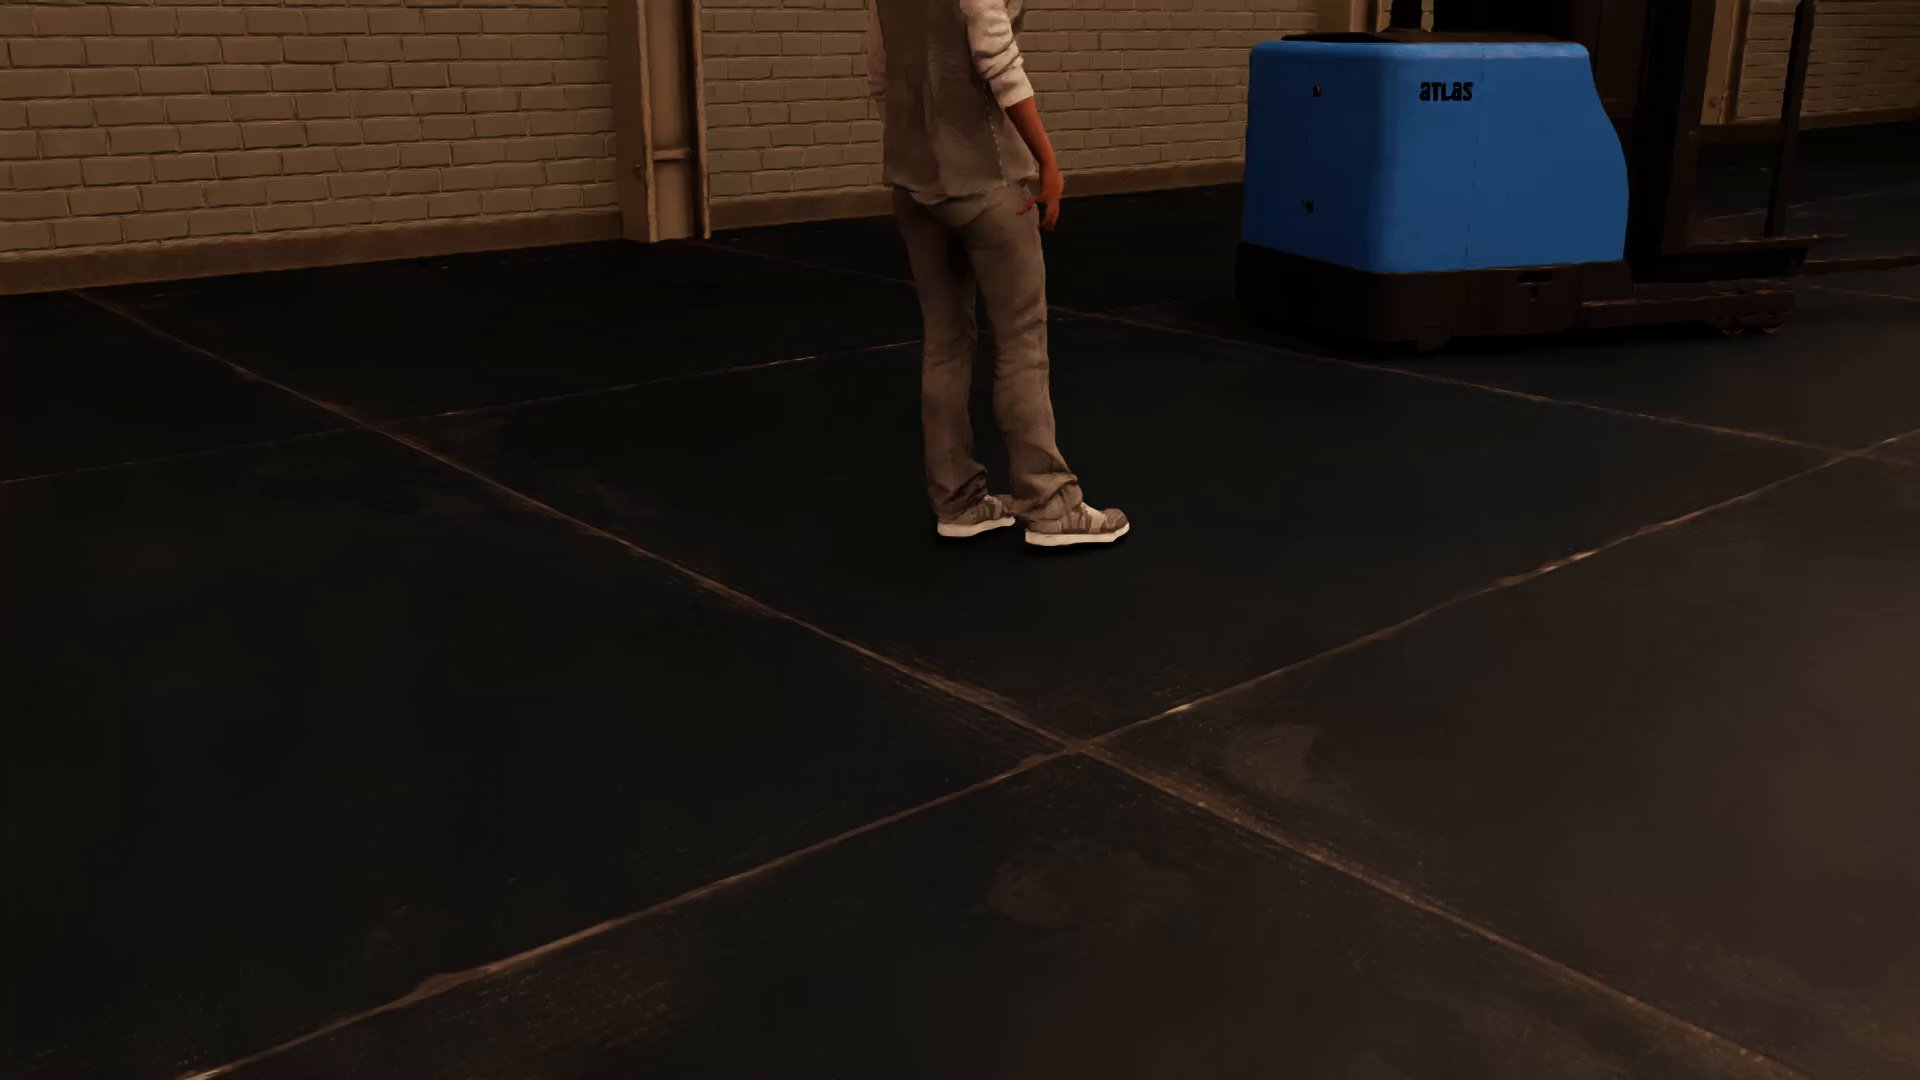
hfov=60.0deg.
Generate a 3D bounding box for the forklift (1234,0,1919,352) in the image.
[{"bbox_3d":[2.672,-2.318,6.350,3.031,2.935,1.130,-6,18,-19],"label":"forklift"}]

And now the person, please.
[{"bbox_3d":[0.065,-0.780,3.644,0.474,1.597,0.521,-14,22,-38],"label":"person"}]
